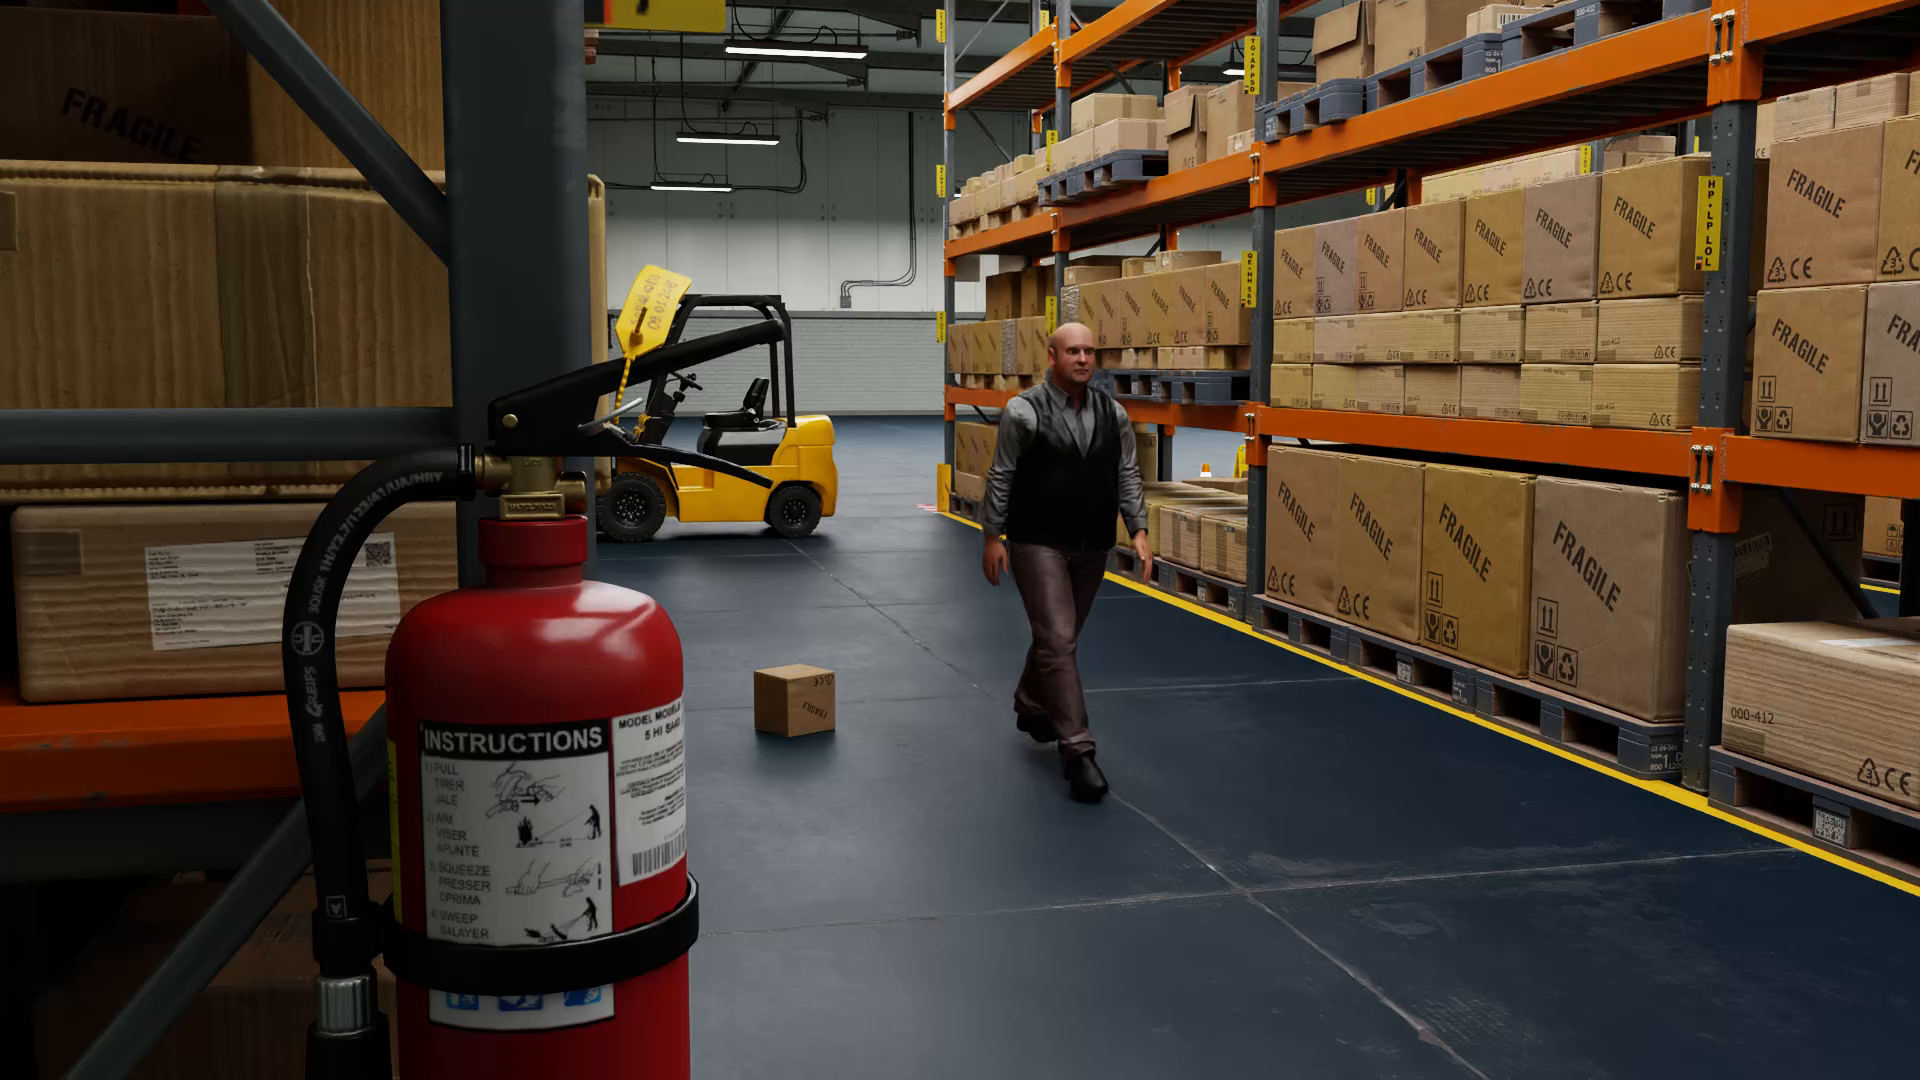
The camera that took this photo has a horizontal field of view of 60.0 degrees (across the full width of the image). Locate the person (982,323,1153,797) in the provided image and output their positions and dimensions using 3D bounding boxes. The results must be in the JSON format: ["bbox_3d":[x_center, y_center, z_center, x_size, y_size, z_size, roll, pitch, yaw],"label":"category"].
[{"bbox_3d":[0.415,0.069,6.293,0.568,1.580,1.016,-3,7,-26],"label":"person"}]
